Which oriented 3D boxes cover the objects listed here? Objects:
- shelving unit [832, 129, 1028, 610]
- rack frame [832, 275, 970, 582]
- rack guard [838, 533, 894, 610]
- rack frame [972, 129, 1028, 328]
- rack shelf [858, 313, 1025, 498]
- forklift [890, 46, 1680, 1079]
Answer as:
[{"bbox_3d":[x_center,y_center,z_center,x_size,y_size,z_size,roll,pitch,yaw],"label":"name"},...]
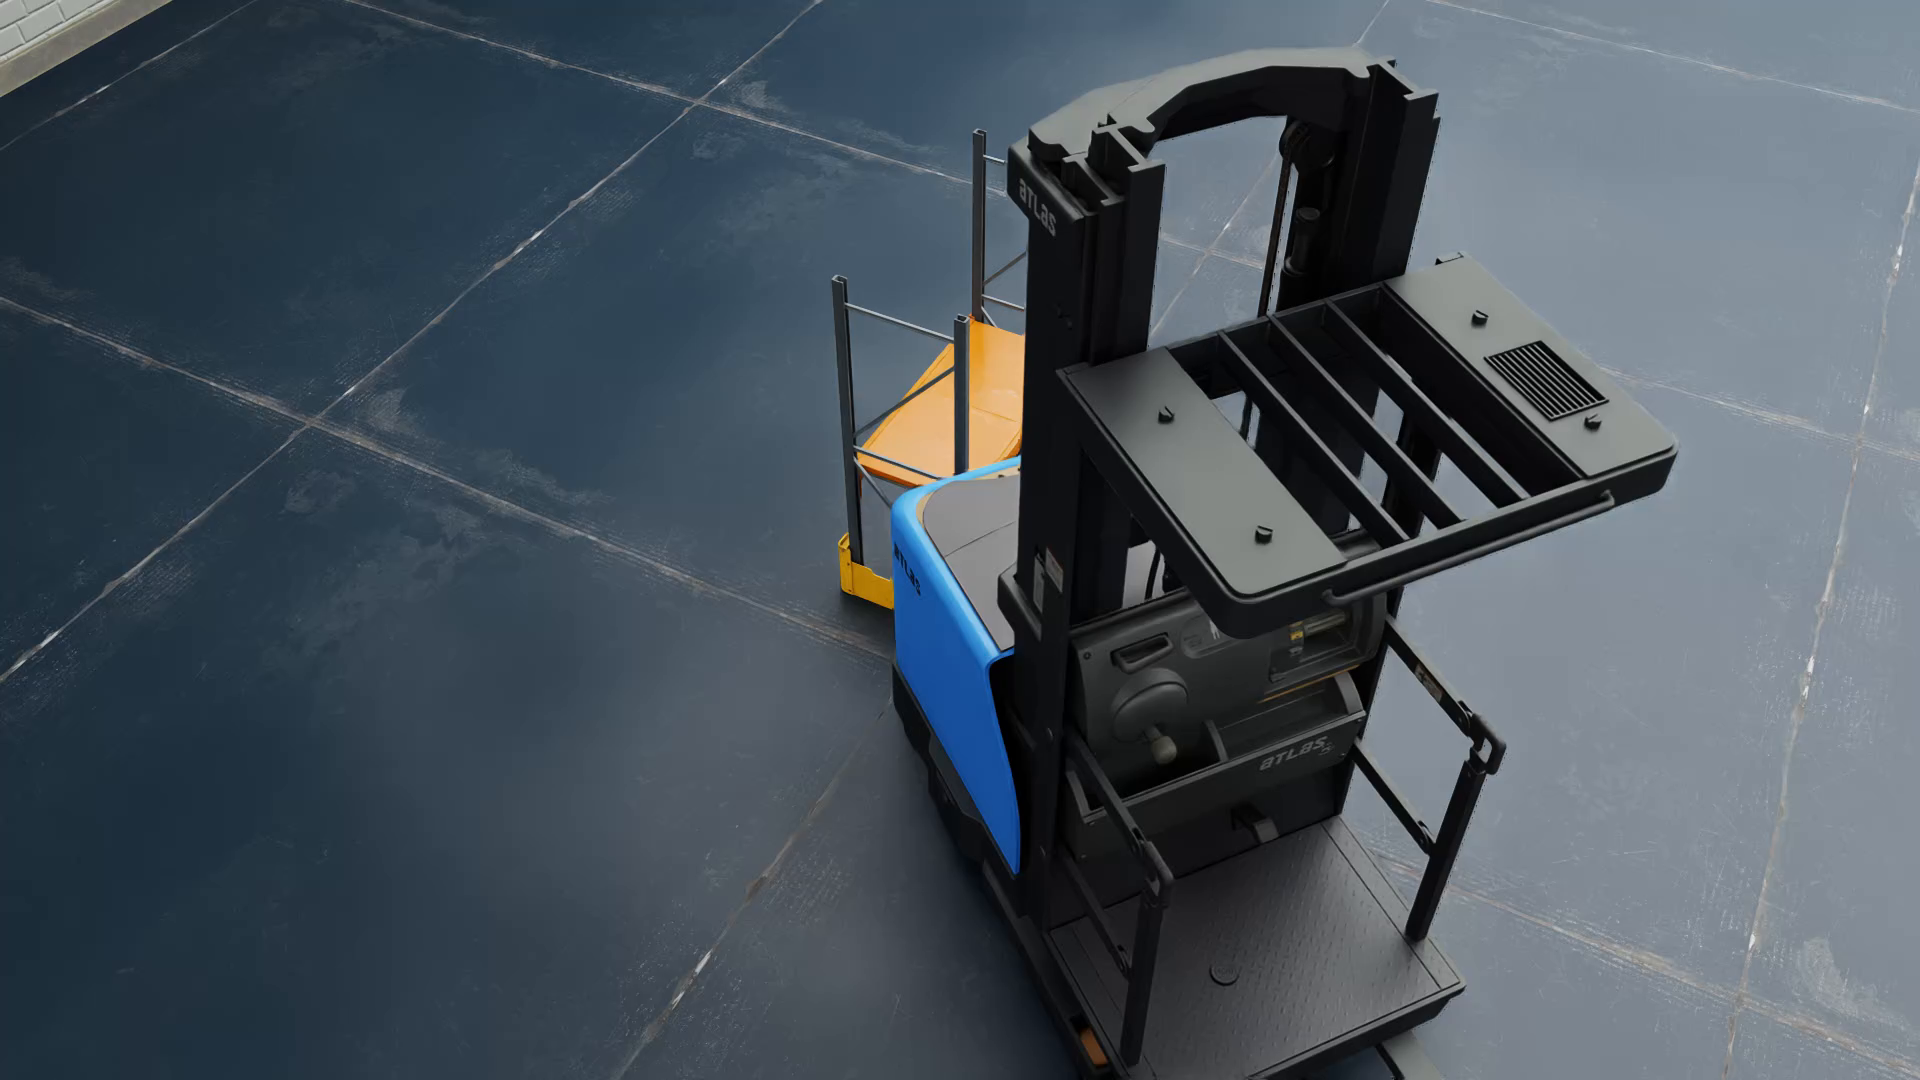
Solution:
[{"bbox_3d":[-3.512,4.133,1.400,0.587,1.800,16.366,20,49,19],"label":"shelving unit"},{"bbox_3d":[-0.196,-0.261,5.953,0.500,1.500,0.032,20,49,19],"label":"rack frame"},{"bbox_3d":[-0.196,0.178,6.398,0.587,0.250,0.087,20,49,19],"label":"rack guard"},{"bbox_3d":[-3.523,4.133,1.400,0.520,1.800,16.358,20,49,19],"label":"rack frame"},{"bbox_3d":[0.040,-0.455,6.398,0.538,0.185,1.000,20,49,19],"label":"rack shelf"},{"bbox_3d":[0.826,0.393,4.301,1.130,2.935,3.031,-18,48,-17],"label":"forklift"}]
